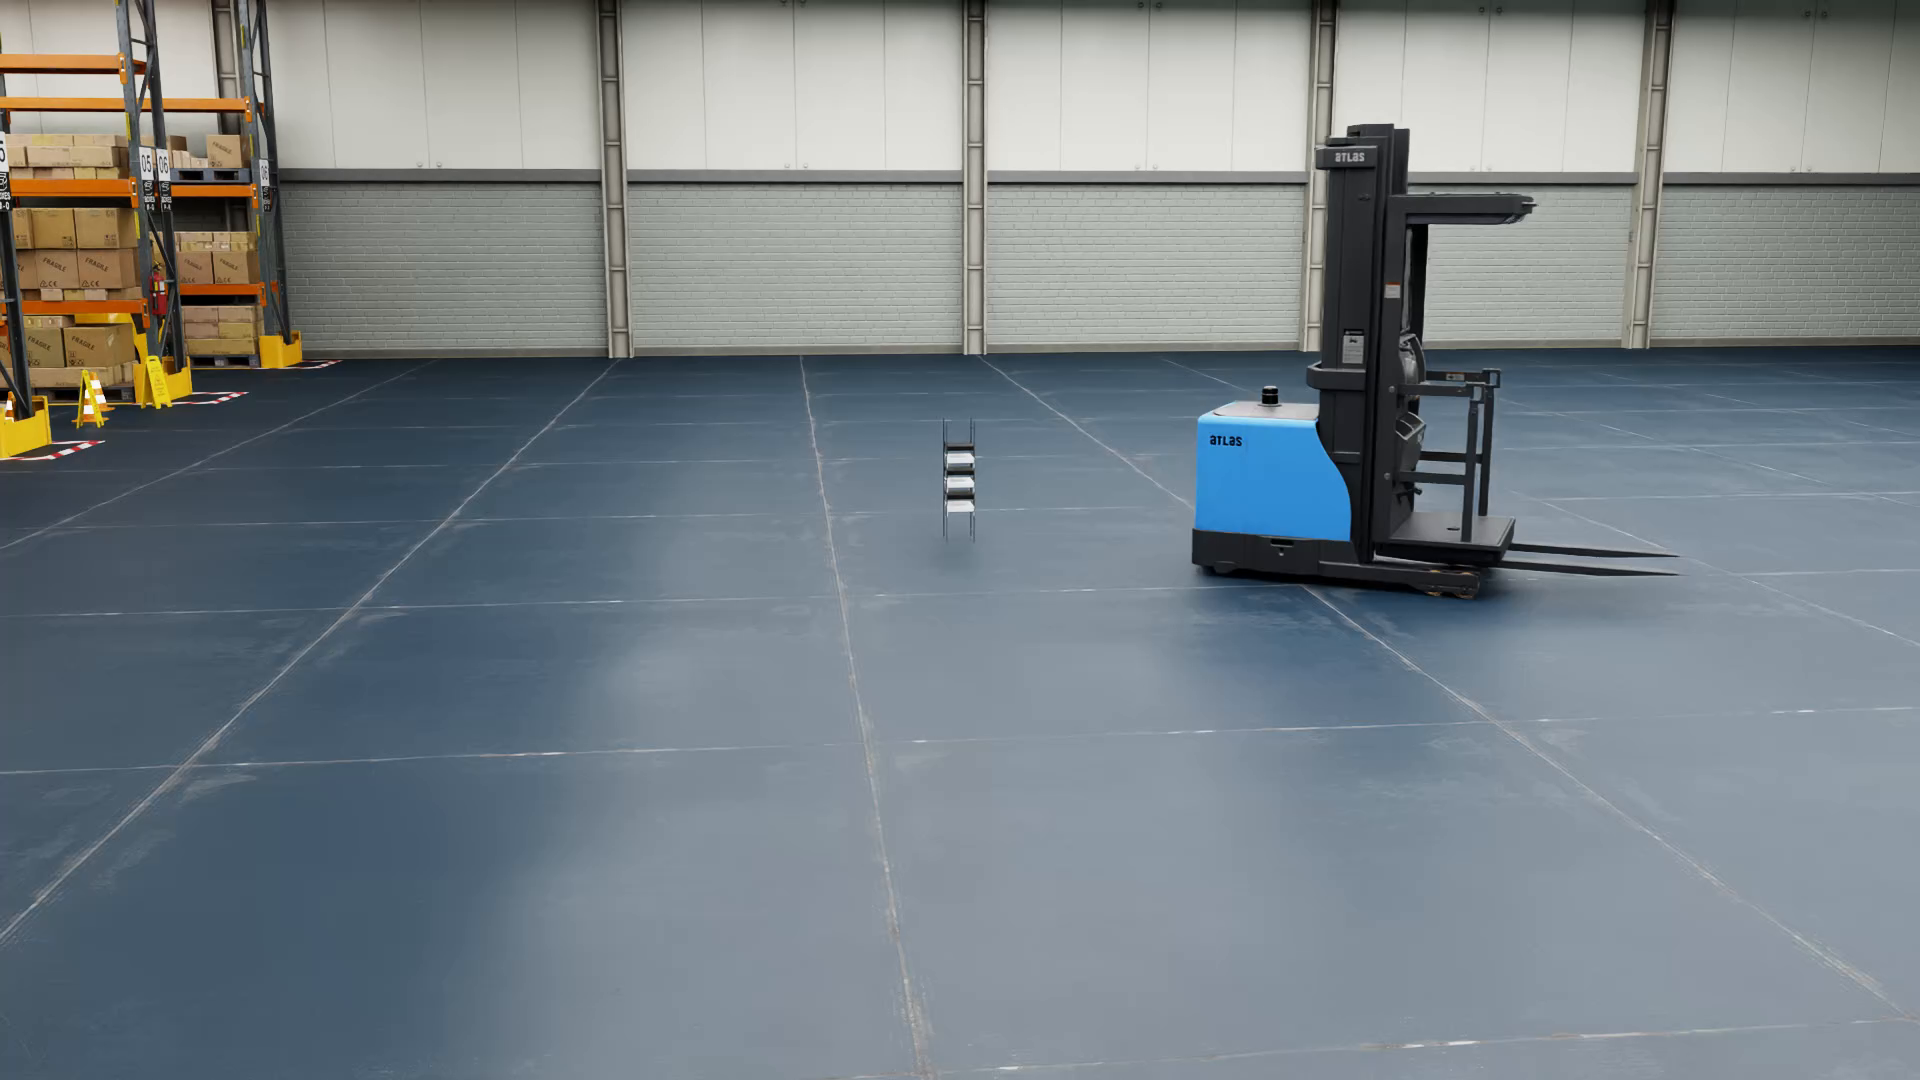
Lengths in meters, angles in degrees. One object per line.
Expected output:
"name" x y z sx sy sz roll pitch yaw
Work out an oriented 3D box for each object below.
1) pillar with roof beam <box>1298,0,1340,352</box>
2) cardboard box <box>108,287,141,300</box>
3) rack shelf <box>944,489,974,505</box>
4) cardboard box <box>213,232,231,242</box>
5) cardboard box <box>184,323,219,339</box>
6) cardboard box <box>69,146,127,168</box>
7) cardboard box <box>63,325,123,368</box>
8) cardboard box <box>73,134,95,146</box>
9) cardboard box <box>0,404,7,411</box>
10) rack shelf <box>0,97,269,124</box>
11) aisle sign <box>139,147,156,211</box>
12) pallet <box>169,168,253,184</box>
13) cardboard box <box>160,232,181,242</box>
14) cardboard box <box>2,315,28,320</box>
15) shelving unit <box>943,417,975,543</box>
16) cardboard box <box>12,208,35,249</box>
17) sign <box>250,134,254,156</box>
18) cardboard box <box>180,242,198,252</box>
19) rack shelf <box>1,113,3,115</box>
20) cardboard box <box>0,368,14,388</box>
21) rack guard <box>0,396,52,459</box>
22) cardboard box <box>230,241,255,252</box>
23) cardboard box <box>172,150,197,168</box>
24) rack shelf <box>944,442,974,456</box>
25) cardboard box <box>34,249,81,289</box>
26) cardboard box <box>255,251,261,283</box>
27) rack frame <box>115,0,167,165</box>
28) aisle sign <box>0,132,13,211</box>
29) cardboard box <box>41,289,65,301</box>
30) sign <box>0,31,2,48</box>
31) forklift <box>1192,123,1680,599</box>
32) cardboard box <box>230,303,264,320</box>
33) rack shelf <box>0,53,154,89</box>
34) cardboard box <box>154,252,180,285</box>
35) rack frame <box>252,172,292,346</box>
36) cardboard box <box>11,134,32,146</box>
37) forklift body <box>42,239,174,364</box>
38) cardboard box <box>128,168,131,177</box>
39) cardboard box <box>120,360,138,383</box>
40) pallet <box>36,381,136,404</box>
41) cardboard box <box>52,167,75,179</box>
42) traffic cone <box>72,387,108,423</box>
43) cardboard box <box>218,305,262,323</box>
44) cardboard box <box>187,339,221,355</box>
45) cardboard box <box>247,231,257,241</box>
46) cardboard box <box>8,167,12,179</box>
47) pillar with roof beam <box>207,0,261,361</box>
"pillar with roof beam" 6.677 -6.933 24.307 0.400 9.000 9.100 -1 11 -6
"cardboard box" -10.702 -3.158 21.307 0.250 0.149 0.380 -1 11 -4
"rack shelf" -0.008 -0.320 12.304 0.200 0.077 0.258 -1 11 -6
"cardboard box" -11.468 -4.736 25.972 0.250 0.149 0.380 -1 11 -6
"cardboard box" -11.843 -3.306 26.150 0.500 0.250 0.500 -1 11 -7
"cardboard box" -10.833 -4.812 20.910 0.500 0.250 0.500 -1 11 -7
"cardboard box" -11.121 -2.488 21.344 0.500 0.500 0.500 -1 11 -6
"cardboard box" -10.918 -5.008 20.875 0.250 0.149 0.380 -1 11 -5
"cardboard box" -11.437 -1.517 19.697 0.250 0.149 0.380 5 12 23
"rack shelf" -12.881 -6.635 25.690 4.000 0.370 1.077 -1 11 -6
"aisle sign" -10.260 -4.551 21.004 0.004 0.787 0.394 -1 11 -6
"pallet" -11.599 -5.701 26.042 1.213 0.211 1.003 -1 11 -6
"cardboard box" -12.228 -4.708 25.828 0.250 0.149 0.380 -1 11 -5
"cardboard box" -11.991 -2.776 21.127 0.250 0.149 0.380 -1 11 -4
"shelving unit" -0.008 -0.441 12.280 0.210 0.900 0.258 -1 11 -6
"cardboard box" -11.837 -3.924 20.928 0.500 0.500 0.700 -1 11 -7
"sign" -10.848 -6.045 25.475 0.005 0.325 0.100 -1 11 -6
"cardboard box" -11.970 -4.581 25.951 0.250 0.149 0.380 -1 11 -6
"rack shelf" -16.858 -6.551 25.266 4.000 0.370 1.077 -1 11 -6
"cardboard box" -12.163 -2.097 21.299 0.500 0.250 0.500 -2 11 -8
"rack guard" -9.694 -1.157 16.957 0.348 0.500 1.175 -1 11 -6
"cardboard box" -11.207 -4.588 25.990 0.250 0.149 0.380 -1 11 -5
"cardboard box" -11.936 -5.862 25.635 0.258 0.266 0.396 -1 11 -6
"rack shelf" -0.008 -0.674 12.235 0.200 0.077 0.258 -1 11 -6
"cardboard box" -11.361 -3.451 21.118 0.500 0.500 0.500 -1 11 -6
"cardboard box" -11.415 -4.374 26.581 0.500 0.500 0.500 -1 11 -4
"rack frame" -10.353 -6.274 20.952 0.127 3.000 1.000 -1 11 -6
"aisle sign" -9.680 -3.717 16.762 0.004 0.787 0.394 -1 11 -6
"cardboard box" -11.451 -3.119 21.109 0.250 0.149 0.380 -1 11 -5
"sign" -14.905 -7.785 25.808 0.005 0.325 0.100 -1 11 -6
"forklift" 3.129 -1.183 10.787 3.031 2.935 1.130 5 12 22
"cardboard box" -11.391 -3.656 26.634 0.500 0.250 0.500 -1 11 -7
"rack shelf" -12.341 -5.877 20.810 4.000 0.370 1.077 -1 11 -6
"cardboard box" -12.380 -4.251 25.954 0.500 0.500 0.500 -1 11 -7
"rack frame" -10.893 -4.282 26.372 0.127 3.000 1.000 -1 11 -6
"cardboard box" -11.671 -5.000 20.835 0.250 0.149 0.380 -1 11 -6
"forklift body" -12.581 -3.476 24.474 1.214 2.155 2.313 -1 11 -6
"cardboard box" -10.718 -4.734 21.547 0.250 0.149 0.380 -1 11 -6
"cardboard box" -11.185 -2.223 21.940 0.500 0.250 0.500 -1 11 -7
"pallet" -11.240 -1.950 21.740 1.213 0.211 1.003 -1 11 -6
"cardboard box" -11.189 -4.607 20.902 0.250 0.149 0.380 -1 11 -4
"traffic cone" -10.183 -1.623 19.425 0.334 0.463 0.336 -1 11 -6
"cardboard box" -11.317 -3.560 26.148 0.500 0.250 0.500 -1 11 -4
"cardboard box" -11.821 -3.060 26.196 0.500 0.250 0.500 -1 11 -6
"cardboard box" -11.250 -4.829 26.444 0.250 0.149 0.380 -1 11 -7
"cardboard box" -11.954 -4.596 20.847 0.250 0.149 0.380 -2 11 -8
"pillar with roof beam" -11.217 -6.558 22.400 0.400 9.000 9.100 -1 11 -6
